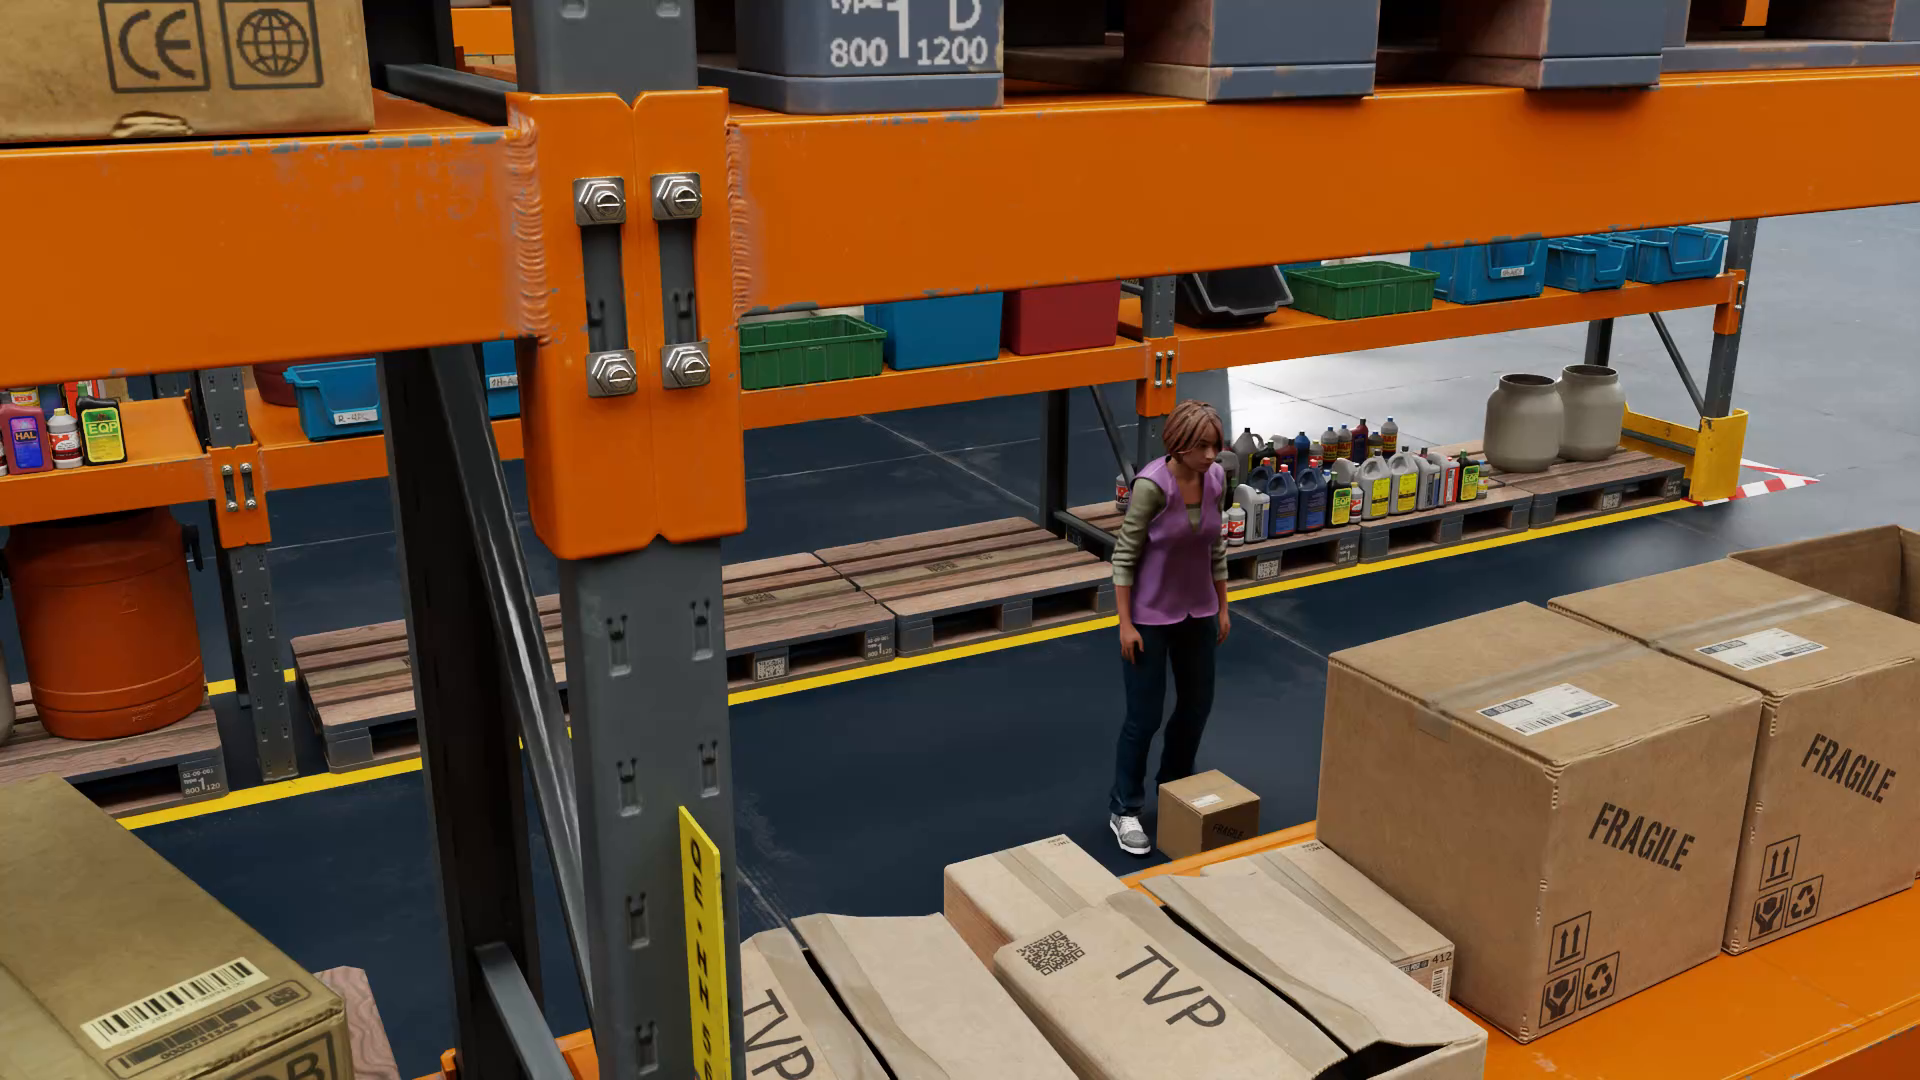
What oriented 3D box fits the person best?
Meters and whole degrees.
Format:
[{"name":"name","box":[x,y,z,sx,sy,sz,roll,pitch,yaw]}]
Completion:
[{"name":"person","box":[0.733,0.281,5.752,0.460,1.592,0.345,-10,21,-26]}]
